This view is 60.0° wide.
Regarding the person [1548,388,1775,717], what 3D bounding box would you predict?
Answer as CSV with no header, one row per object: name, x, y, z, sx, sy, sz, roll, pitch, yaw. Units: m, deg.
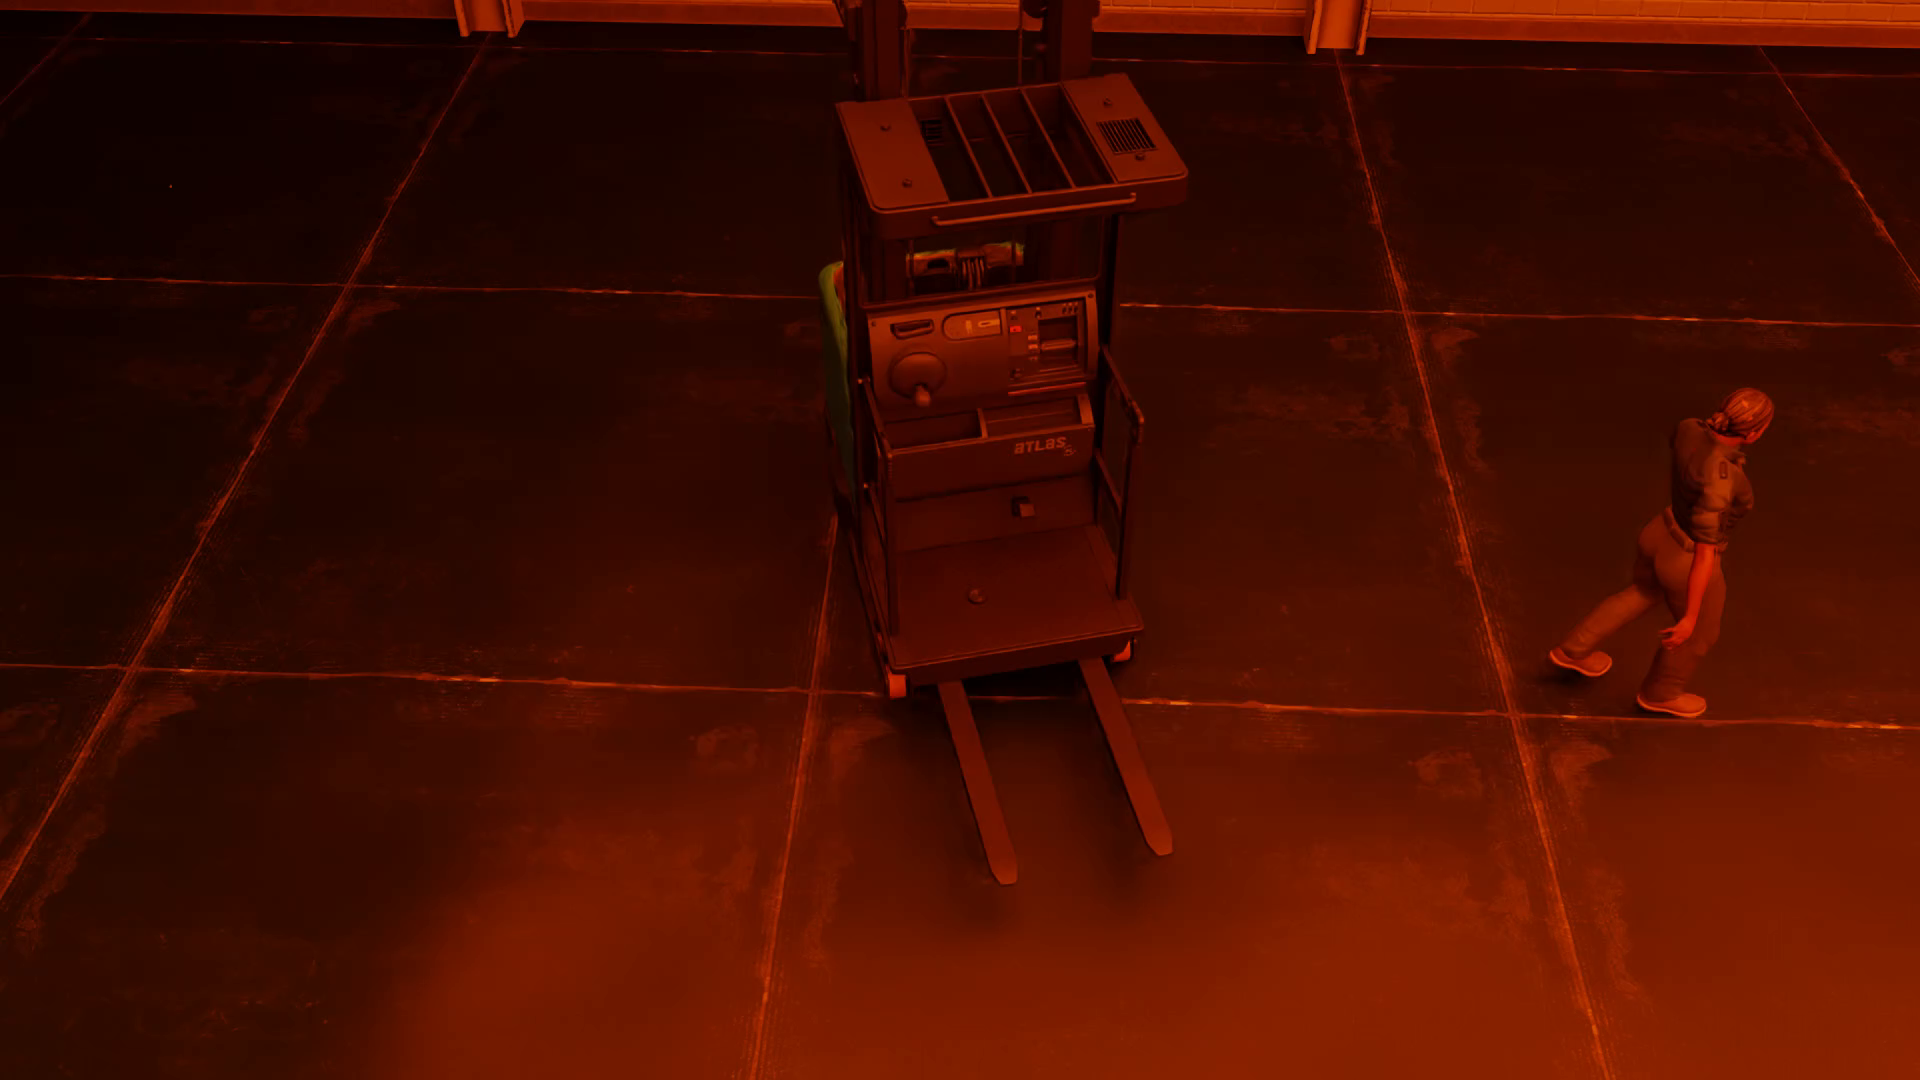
person,2.896,0.069,6.636,0.697,1.640,0.817,-3,42,-3

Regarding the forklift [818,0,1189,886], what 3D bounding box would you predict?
forklift,0.146,-0.680,6.487,1.130,2.935,3.031,-9,43,-9
